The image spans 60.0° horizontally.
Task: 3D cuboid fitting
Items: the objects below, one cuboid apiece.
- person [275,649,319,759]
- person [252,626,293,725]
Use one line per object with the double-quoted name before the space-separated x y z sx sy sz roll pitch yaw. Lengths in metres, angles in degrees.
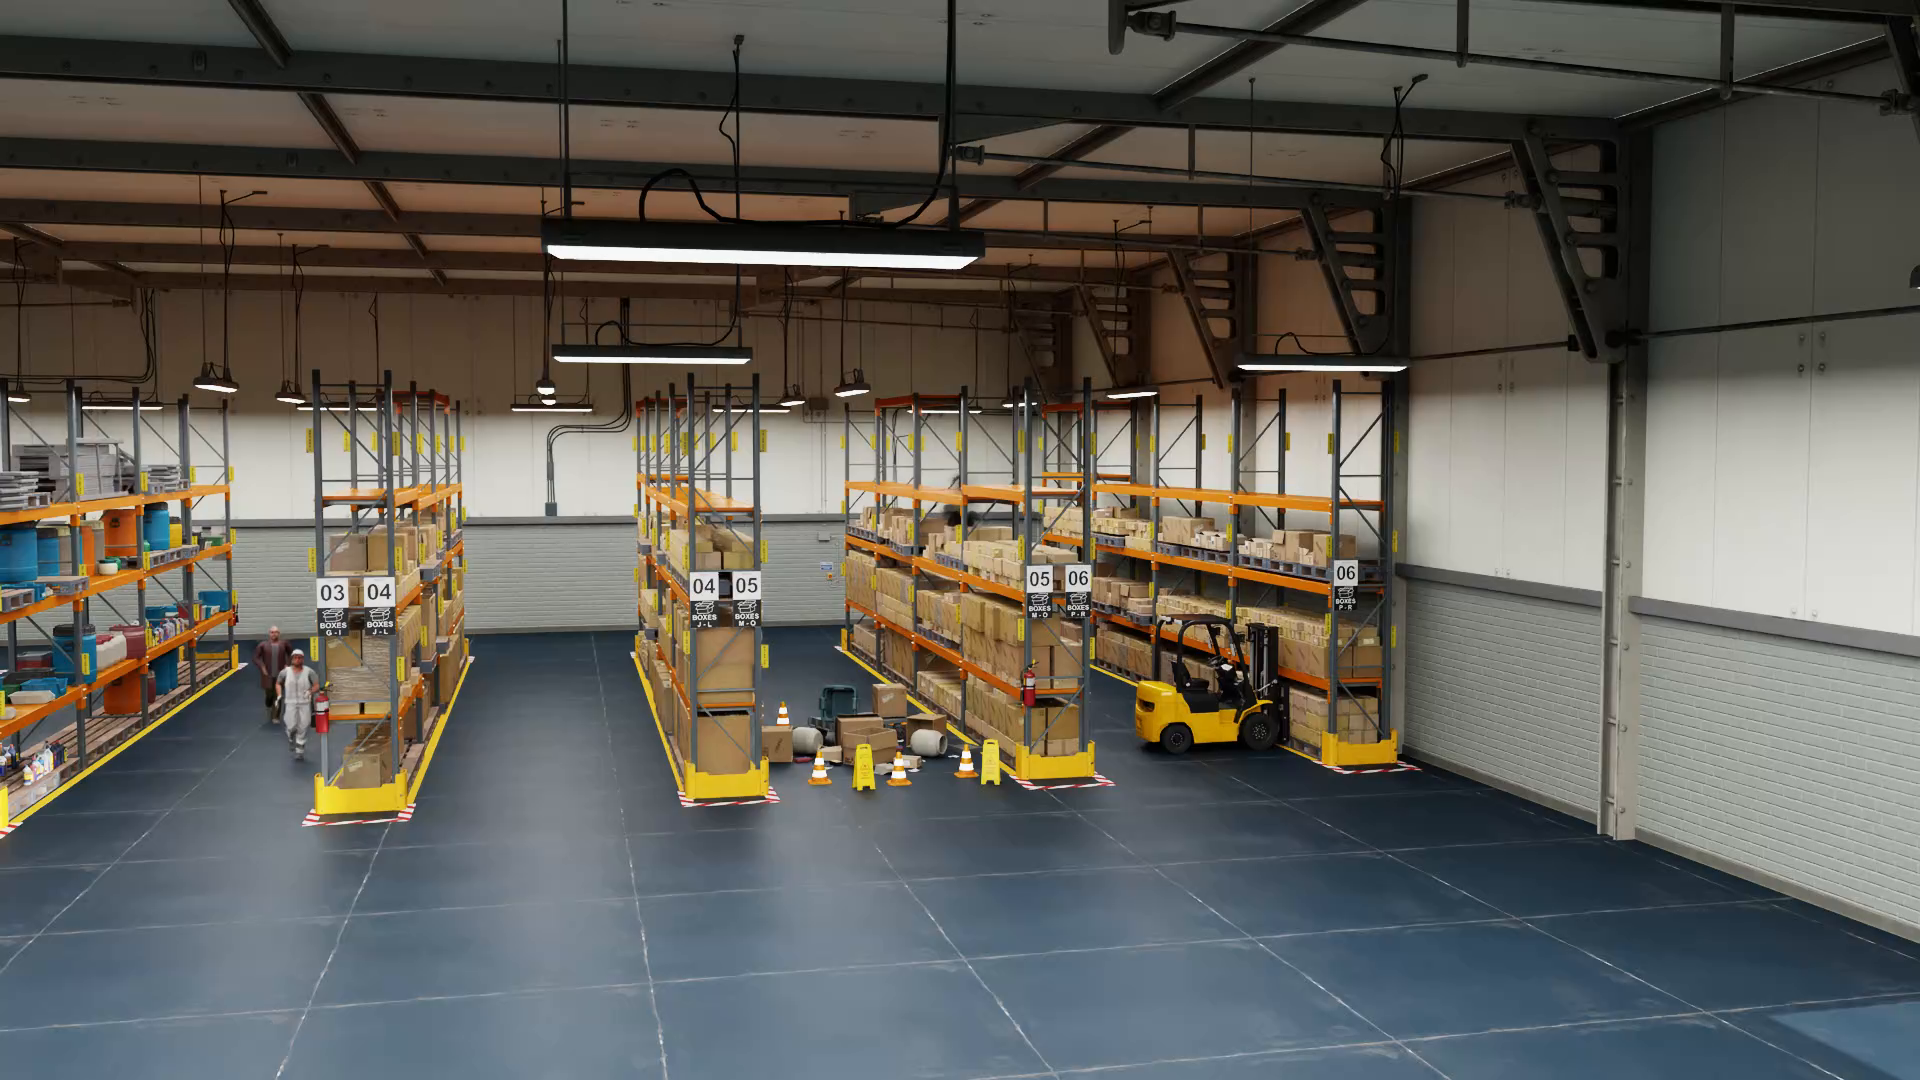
"person" -10.506 2.608 26.374 0.653 1.742 0.587 -1 4 -20
"person" -12.271 2.410 29.759 0.702 1.743 0.820 -2 4 -28
